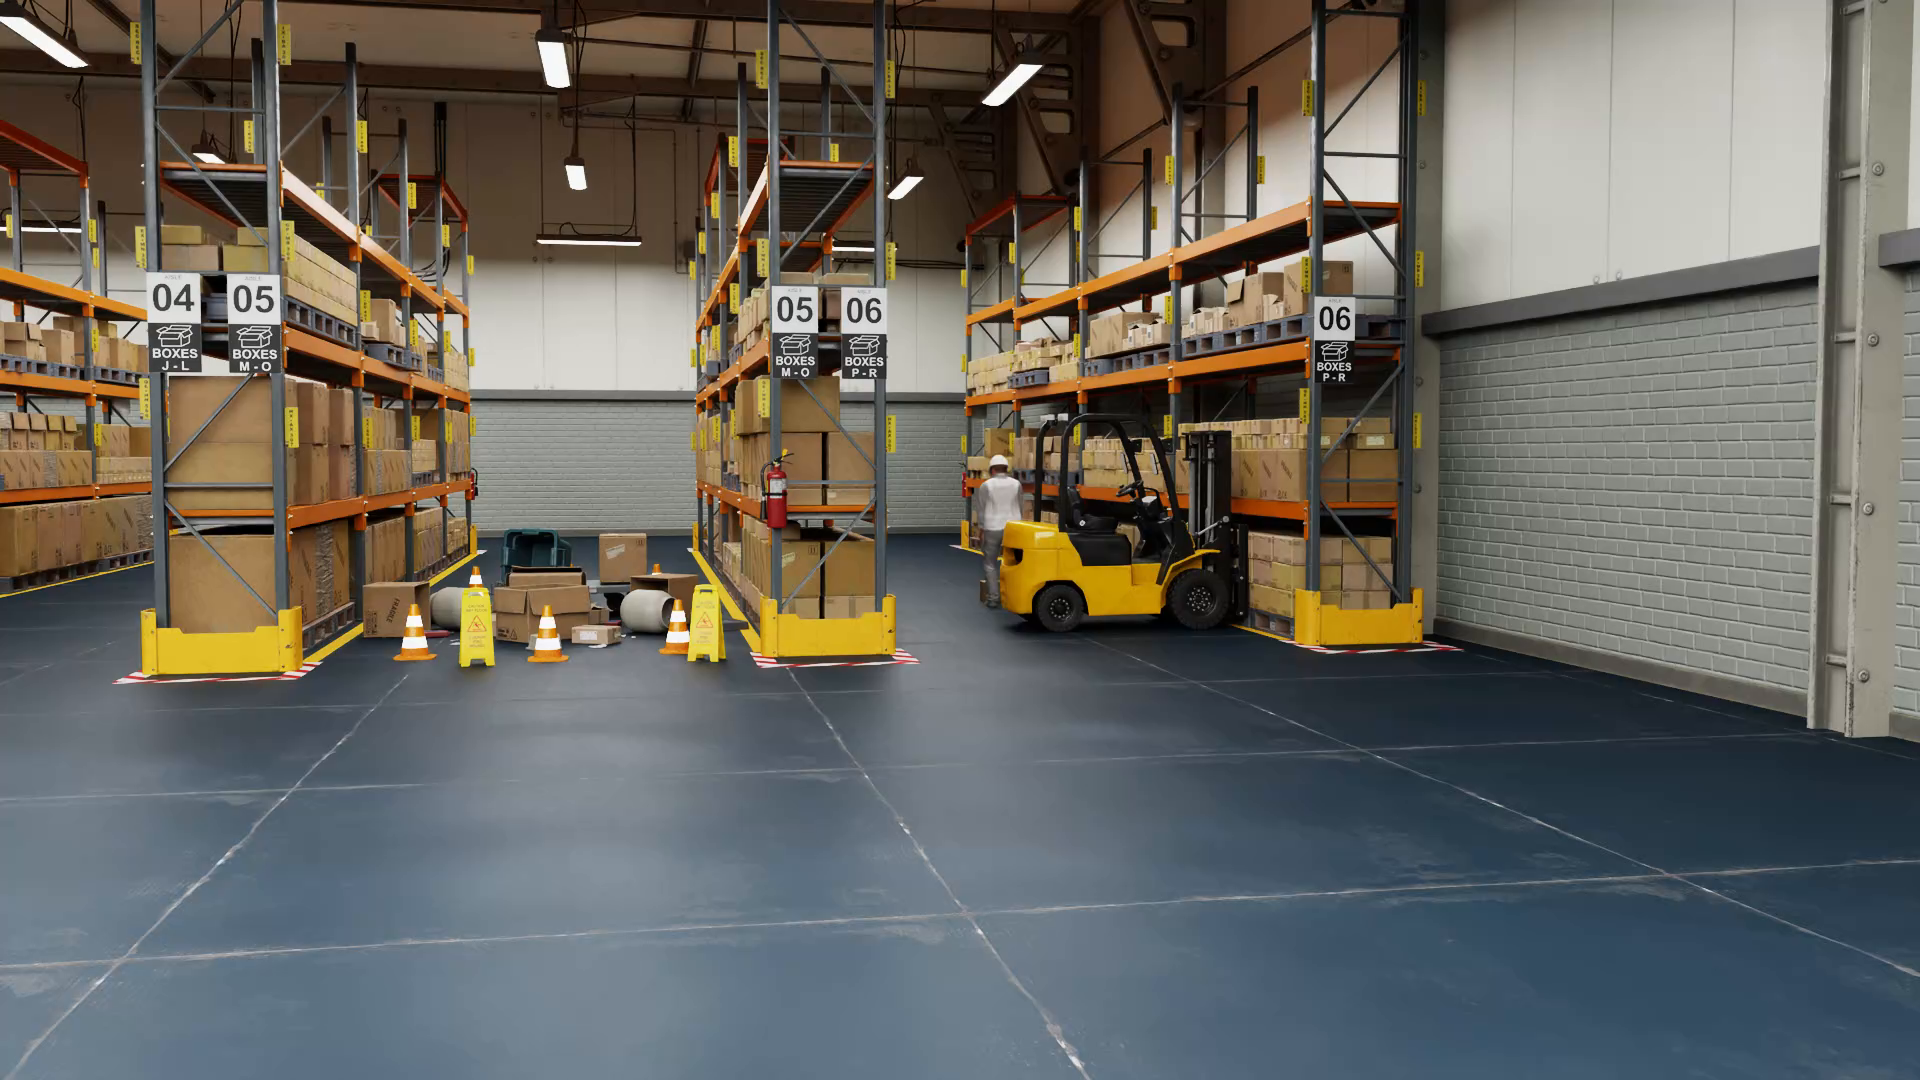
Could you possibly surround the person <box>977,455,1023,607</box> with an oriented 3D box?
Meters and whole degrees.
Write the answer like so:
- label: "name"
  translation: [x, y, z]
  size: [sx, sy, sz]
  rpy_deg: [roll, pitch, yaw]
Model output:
- label: "person"
  translation: [0.457, -0.104, 19.173]
  size: [0.546, 1.751, 0.413]
  rpy_deg: [-1, 3, -10]
